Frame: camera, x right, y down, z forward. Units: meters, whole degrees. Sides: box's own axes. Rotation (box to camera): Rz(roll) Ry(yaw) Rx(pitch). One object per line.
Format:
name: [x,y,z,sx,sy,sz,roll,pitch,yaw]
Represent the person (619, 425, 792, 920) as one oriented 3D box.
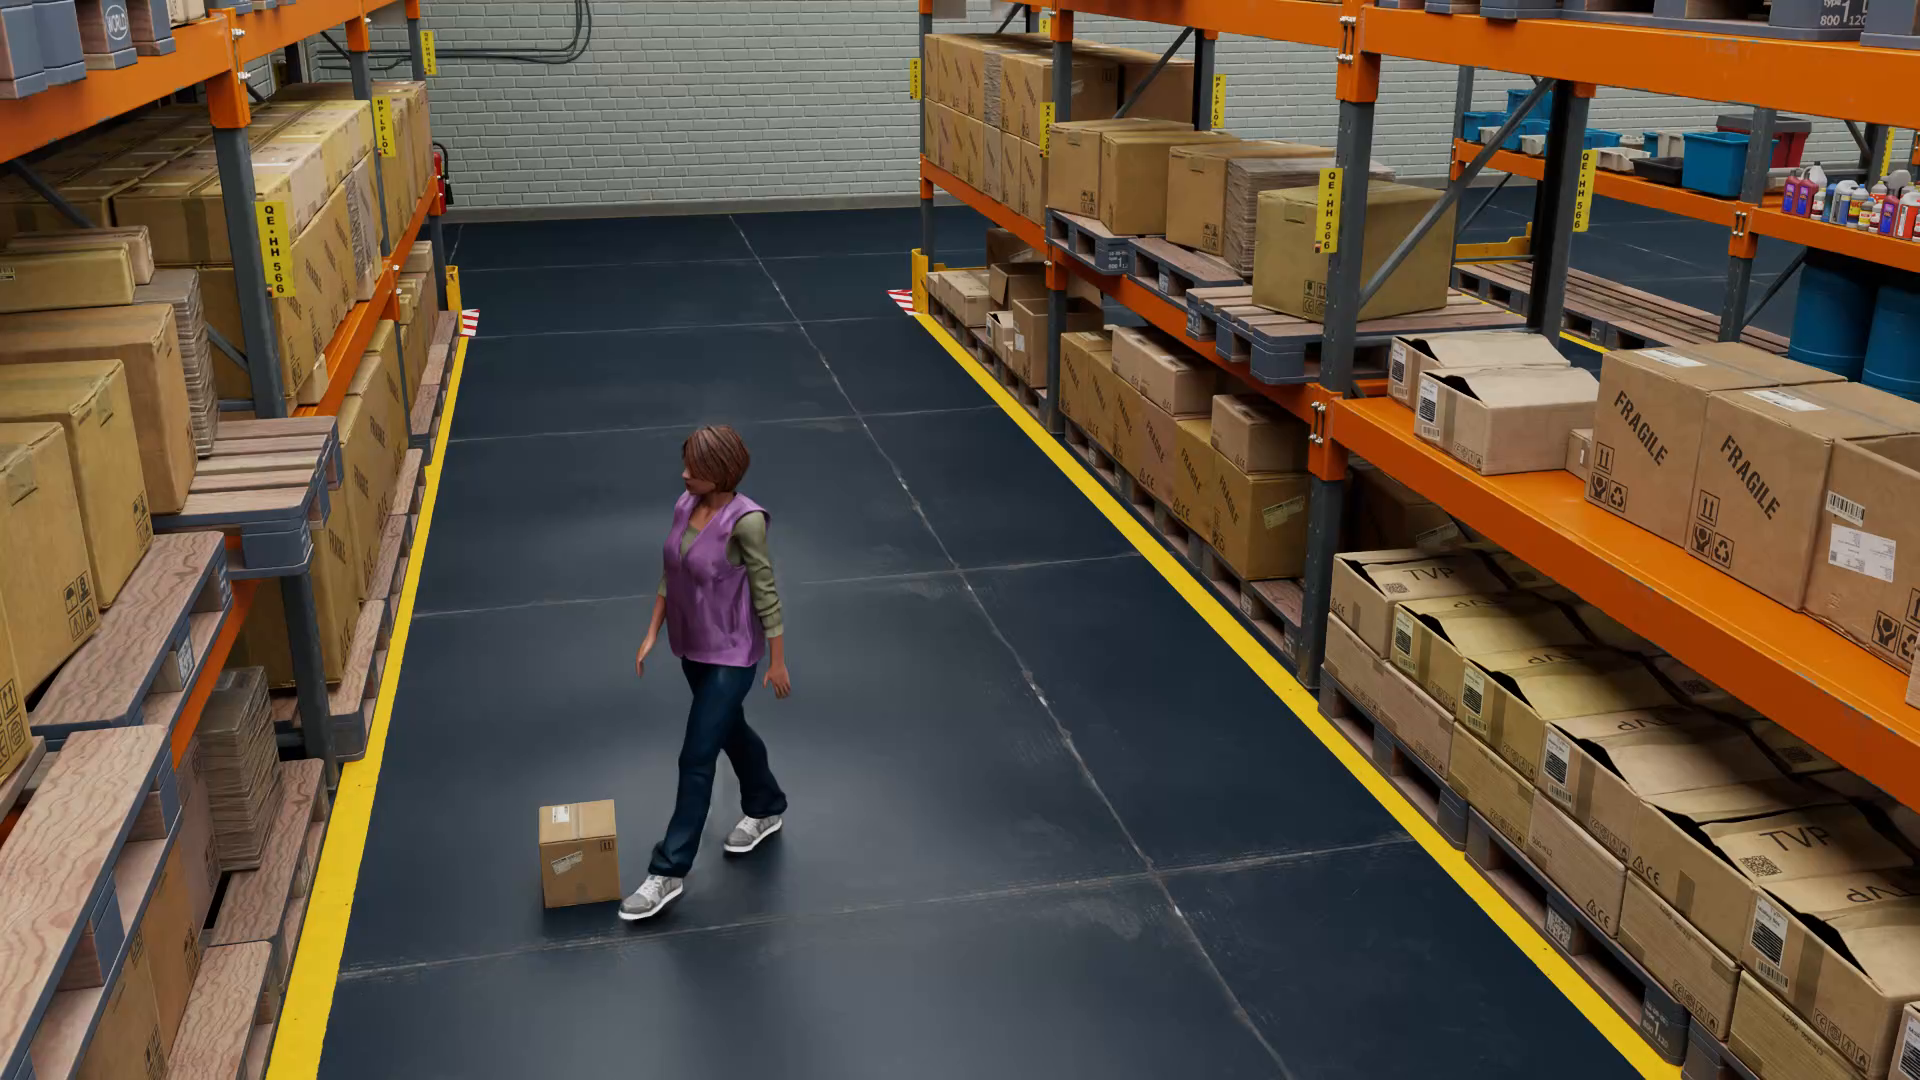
person: [-0.899,0.401,5.485,0.808,1.576,0.461,-17,26,-39]
